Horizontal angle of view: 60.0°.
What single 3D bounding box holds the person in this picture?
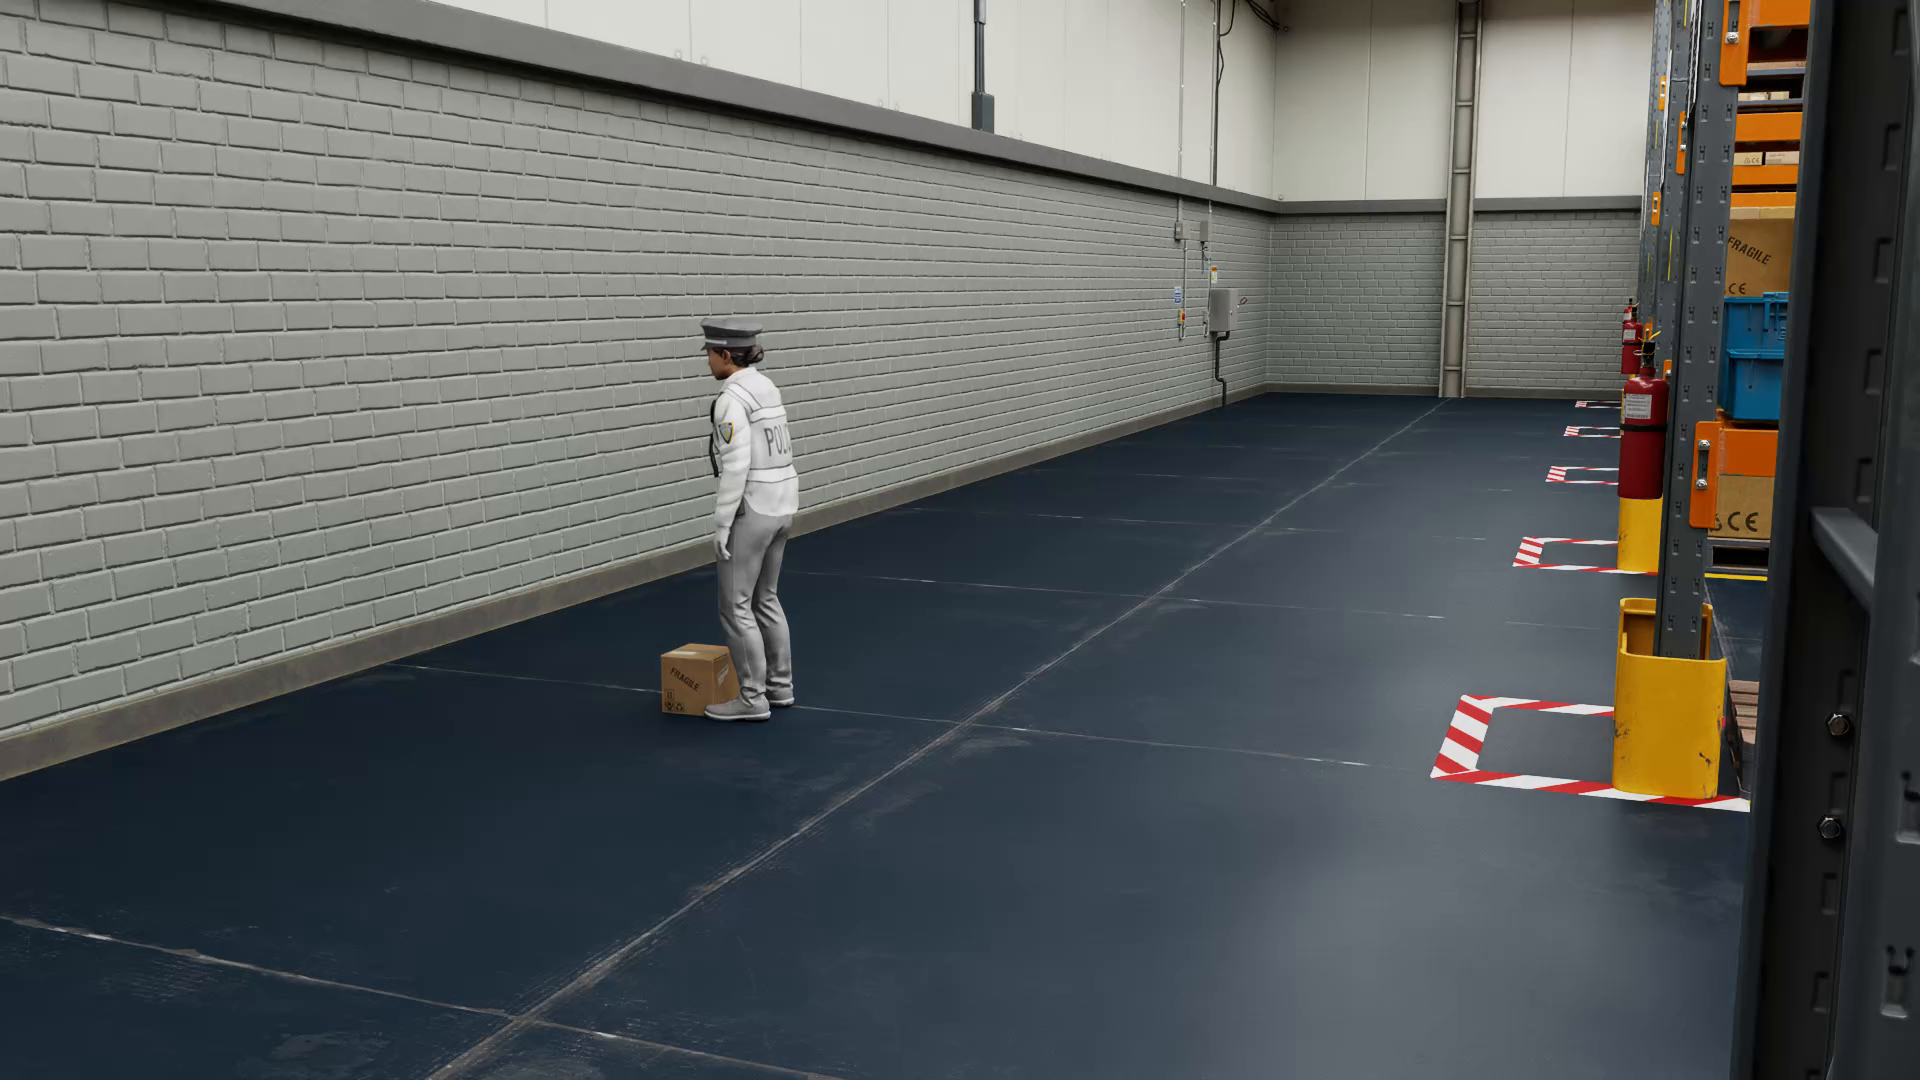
[{"bbox_3d":[-0.877,-0.087,6.905,0.376,1.663,0.544,3,9,17],"label":"person"}]
